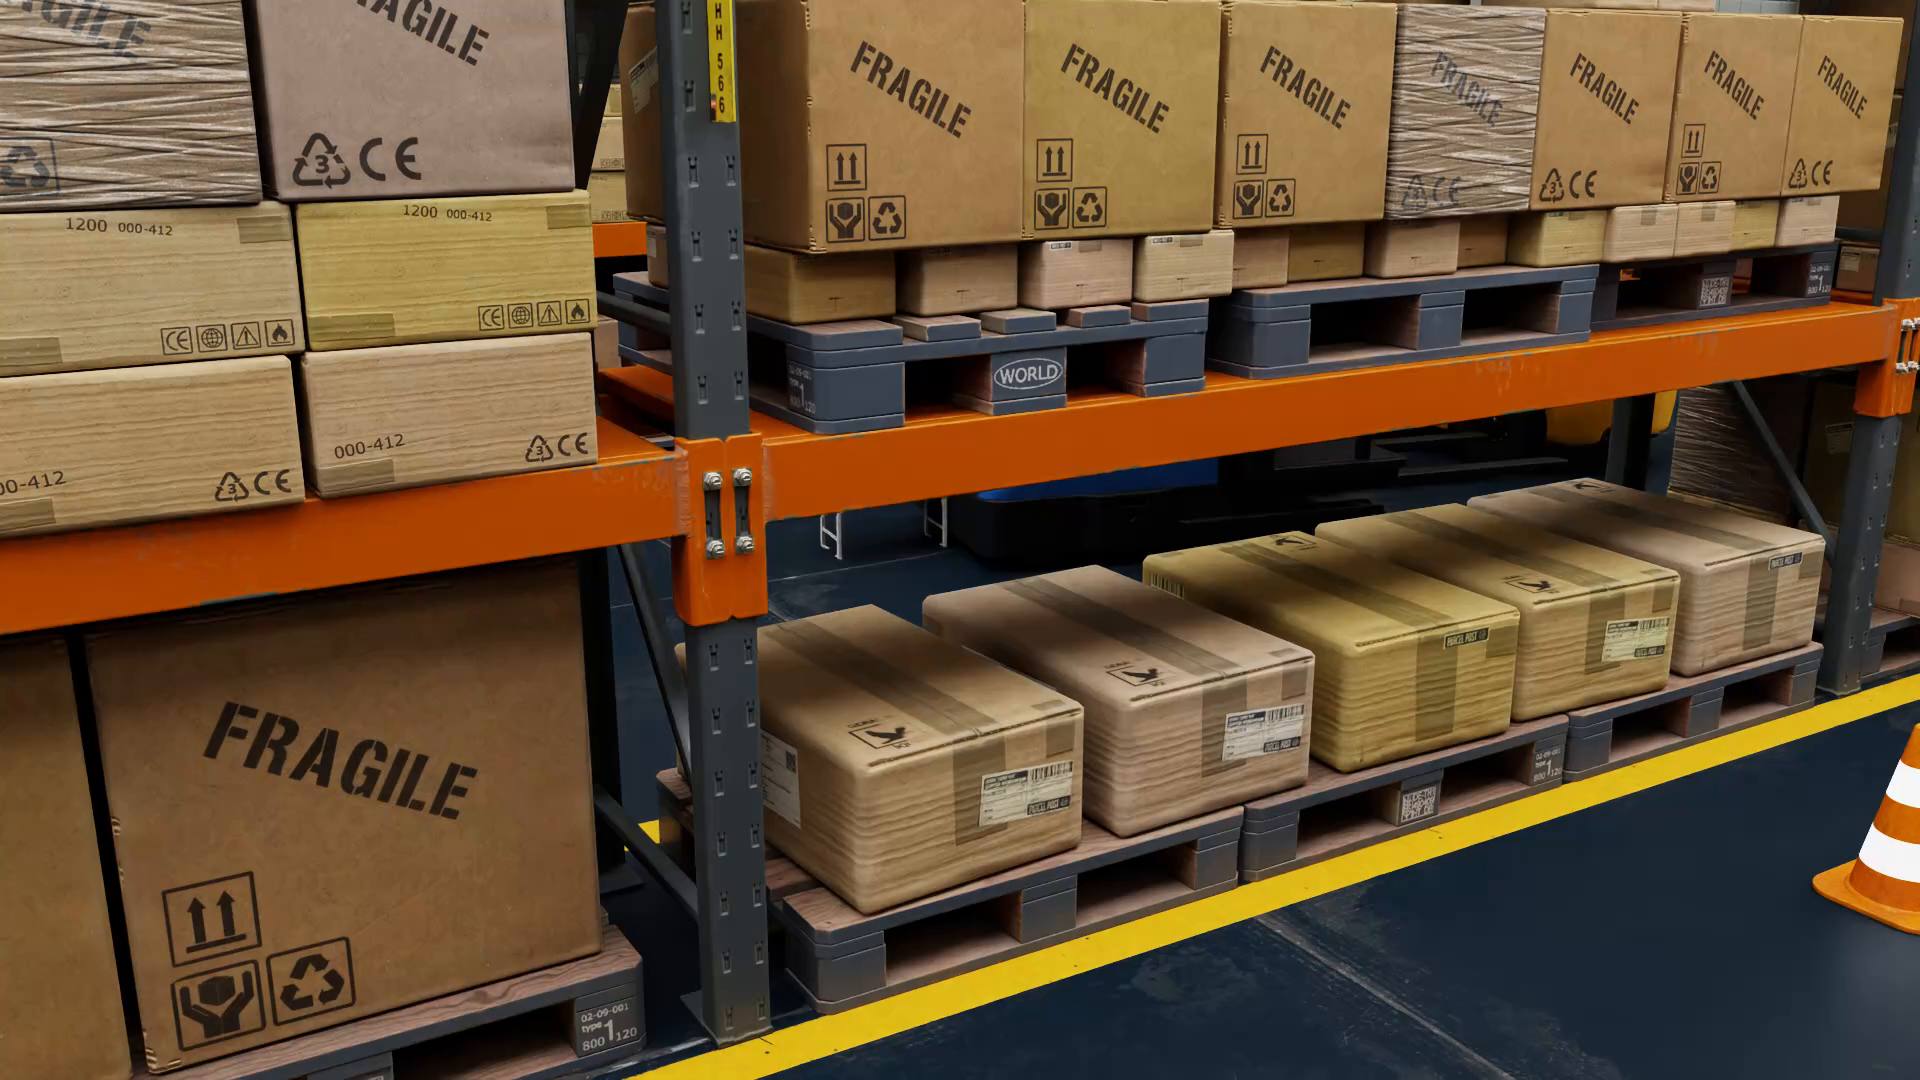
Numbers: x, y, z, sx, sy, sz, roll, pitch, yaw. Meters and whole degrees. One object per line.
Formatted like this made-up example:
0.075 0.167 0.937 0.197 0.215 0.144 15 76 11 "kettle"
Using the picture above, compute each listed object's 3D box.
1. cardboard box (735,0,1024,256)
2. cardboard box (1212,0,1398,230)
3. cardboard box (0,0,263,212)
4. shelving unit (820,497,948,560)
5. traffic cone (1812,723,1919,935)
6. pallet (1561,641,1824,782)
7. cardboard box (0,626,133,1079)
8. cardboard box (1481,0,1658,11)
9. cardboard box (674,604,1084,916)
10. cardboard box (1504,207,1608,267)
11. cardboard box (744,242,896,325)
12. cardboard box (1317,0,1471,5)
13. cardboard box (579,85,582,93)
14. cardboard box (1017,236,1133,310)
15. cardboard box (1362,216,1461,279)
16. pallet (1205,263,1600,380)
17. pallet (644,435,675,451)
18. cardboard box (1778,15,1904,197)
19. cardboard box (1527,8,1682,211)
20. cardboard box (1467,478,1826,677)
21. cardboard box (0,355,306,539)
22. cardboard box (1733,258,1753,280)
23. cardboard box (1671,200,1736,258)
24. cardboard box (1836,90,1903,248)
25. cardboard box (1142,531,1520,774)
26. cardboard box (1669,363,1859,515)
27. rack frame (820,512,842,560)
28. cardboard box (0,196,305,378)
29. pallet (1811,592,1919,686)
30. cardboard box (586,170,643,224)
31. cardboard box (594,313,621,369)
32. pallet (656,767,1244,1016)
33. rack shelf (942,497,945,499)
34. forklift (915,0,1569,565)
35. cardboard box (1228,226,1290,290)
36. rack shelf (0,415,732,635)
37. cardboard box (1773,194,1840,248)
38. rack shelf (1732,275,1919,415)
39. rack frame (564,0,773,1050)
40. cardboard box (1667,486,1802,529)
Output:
-0.211 -0.886 3.498 0.500 0.500 0.500 -10 18 -31 "cardboard box"
0.684 -1.035 4.031 0.500 0.500 0.500 -9 18 -29 "cardboard box"
-1.460 -0.807 2.694 0.500 0.500 0.500 -9 18 -29 "cardboard box"
-0.333 -0.547 7.140 0.503 1.200 0.258 -7 17 -22 "shelving unit"
2.371 0.679 4.132 0.334 0.463 0.336 -9 18 -30 "traffic cone"
2.046 0.412 5.549 1.213 0.211 1.003 -9 18 -30 "pallet"
-2.118 0.537 3.093 0.875 0.875 0.875 -9 18 -29 "cardboard box"
1.626 -1.486 4.439 0.250 0.149 0.380 -10 19 -32 "cardboard box"
-0.226 0.504 4.146 0.625 0.372 0.950 -11 19 -33 "cardboard box"
1.532 -0.847 4.560 0.250 0.149 0.380 -9 18 -30 "cardboard box"
-0.342 -0.567 3.561 0.250 0.149 0.380 -10 19 -33 "cardboard box"
1.249 -1.587 4.797 0.250 0.149 0.380 -8 18 -27 "cardboard box"
-1.998 -2.128 8.056 0.250 0.149 0.380 -9 18 -29 "cardboard box"
0.176 -0.625 3.771 0.250 0.149 0.380 -11 19 -33 "cardboard box"
1.069 -0.780 4.323 0.250 0.149 0.380 -9 18 -28 "cardboard box"
0.960 -0.675 4.617 1.213 0.211 1.003 -9 18 -30 "pallet"
-1.505 -0.562 9.025 1.213 0.211 1.003 -9 18 -30 "pallet"
2.435 -1.315 5.031 0.500 0.500 0.500 -10 18 -31 "cardboard box"
1.565 -1.176 4.533 0.500 0.500 0.500 -9 18 -28 "cardboard box"
2.265 0.097 5.596 0.625 0.372 0.950 -9 18 -29 "cardboard box"
-1.446 -0.206 2.865 0.500 0.250 0.500 -9 18 -29 "cardboard box"
2.831 -1.033 6.005 0.250 0.149 0.380 -9 18 -30 "cardboard box"
1.976 -0.908 4.780 0.250 0.149 0.380 -10 18 -31 "cardboard box"
3.234 -1.227 5.494 0.500 0.500 0.500 -9 18 -30 "cardboard box"
1.055 0.295 4.890 0.625 0.372 0.950 -9 18 -28 "cardboard box"
3.082 -0.423 6.288 0.500 0.500 0.500 -9 18 -30 "cardboard box"
-0.558 -0.522 7.048 0.015 1.200 0.240 -7 17 -22 "rack frame"
-1.438 -0.453 2.822 0.500 0.250 0.500 -10 18 -31 "cardboard box"
3.270 0.202 6.298 1.213 0.211 1.003 -9 18 -30 "pallet"
-1.898 -1.706 8.216 0.500 0.250 0.500 -10 18 -31 "cardboard box"
-2.178 -0.866 8.564 0.625 0.625 0.875 -9 18 -28 "cardboard box"
-0.045 0.751 4.339 1.213 0.211 1.003 -9 18 -30 "pallet"
-0.333 -0.255 7.222 0.480 0.148 0.258 -7 17 -22 "rack shelf"
1.367 -1.525 7.421 3.031 2.935 1.130 -5 17 -18 "forklift"
0.589 -0.711 4.074 0.250 0.149 0.380 -8 18 -26 "cardboard box"
-2.430 0.141 2.681 4.000 0.370 1.077 -9 18 -30 "rack shelf"
2.414 -0.985 5.054 0.250 0.149 0.380 -9 18 -29 "cardboard box"
4.427 -0.971 6.649 4.000 0.370 1.077 -9 18 -30 "rack shelf"
-0.716 -0.483 3.576 0.127 3.000 1.000 -9 18 -30 "rack frame"
3.081 -0.062 6.389 0.500 0.250 0.500 -8 18 -27 "cardboard box"
